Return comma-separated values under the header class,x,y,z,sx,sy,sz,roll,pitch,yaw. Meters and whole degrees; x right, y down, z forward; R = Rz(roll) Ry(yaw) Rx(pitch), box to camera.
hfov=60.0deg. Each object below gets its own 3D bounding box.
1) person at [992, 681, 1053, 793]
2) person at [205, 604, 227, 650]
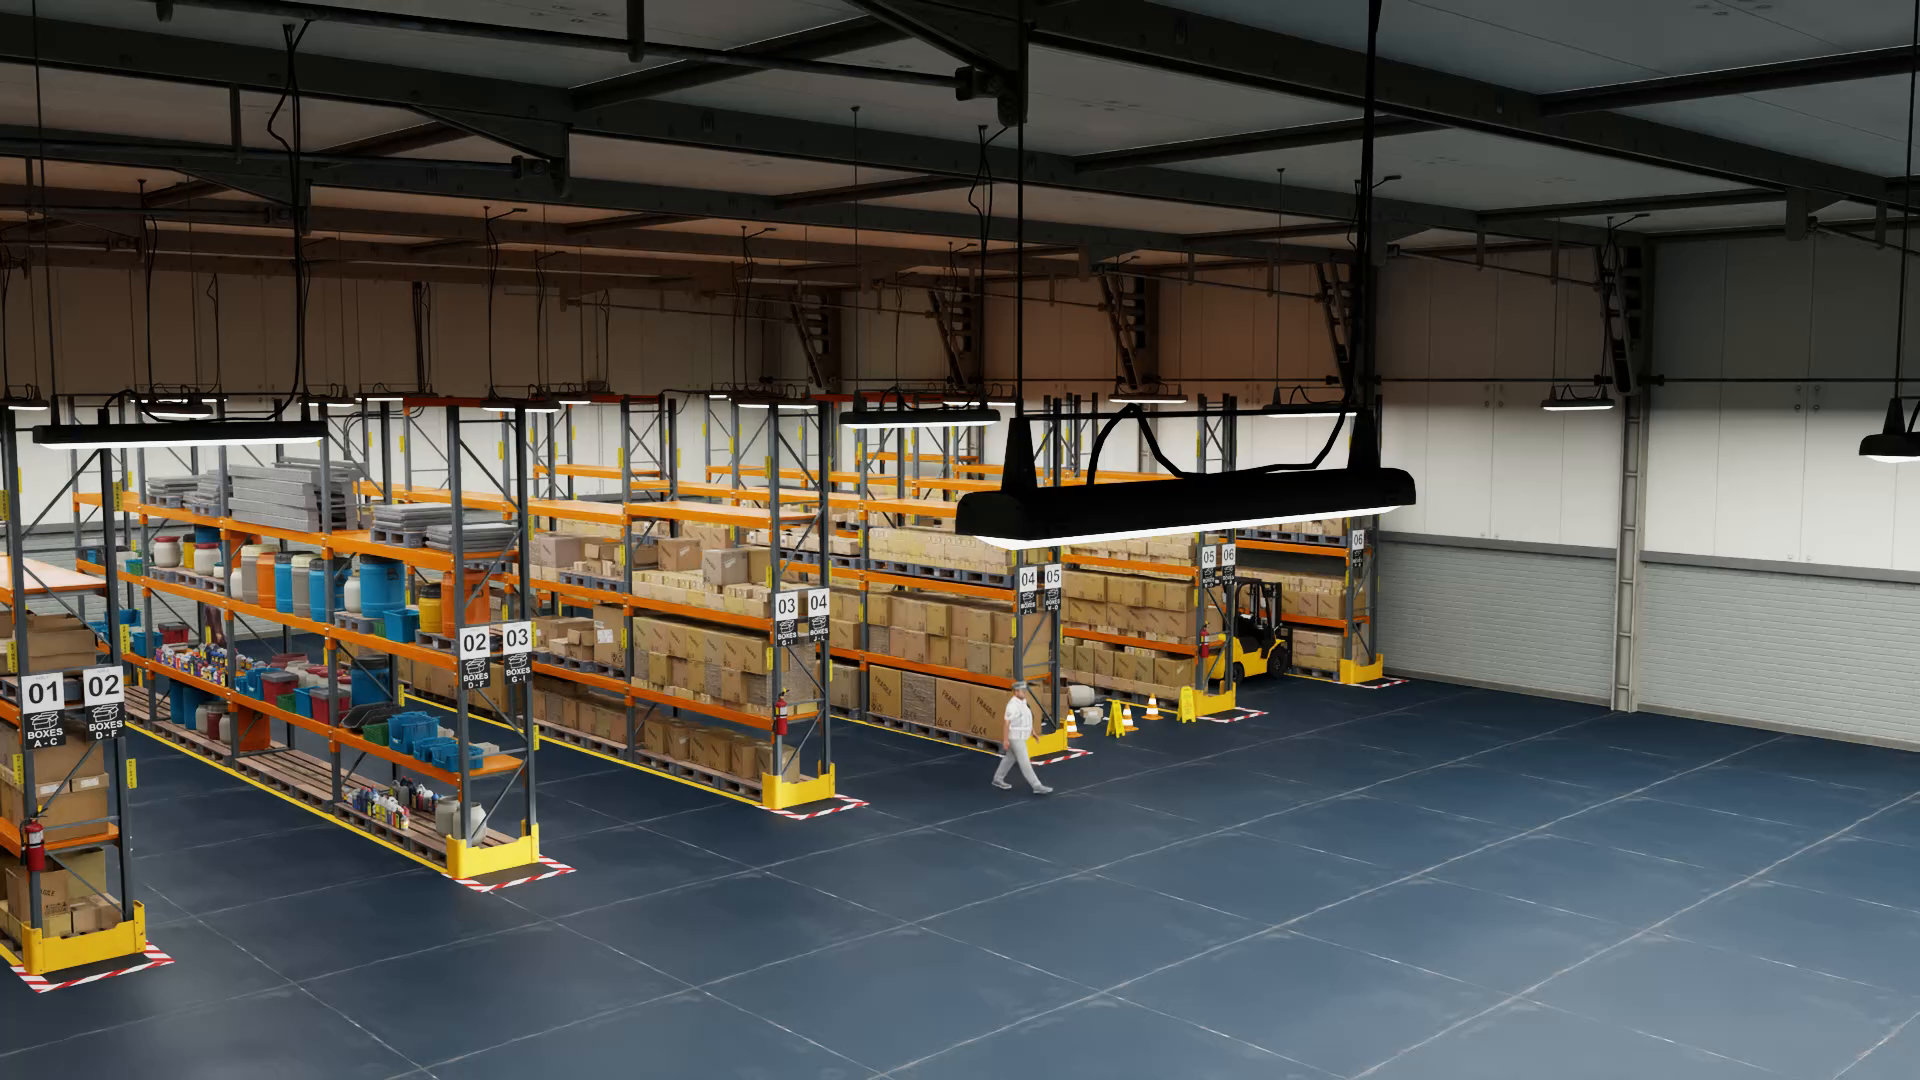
class,x,y,z,sx,sy,sz,roll,pitch,yaw
person,0.971,3.000,25.411,1.063,1.705,0.574,2,6,18
person,-15.961,1.999,35.465,0.606,1.777,0.569,5,8,44
